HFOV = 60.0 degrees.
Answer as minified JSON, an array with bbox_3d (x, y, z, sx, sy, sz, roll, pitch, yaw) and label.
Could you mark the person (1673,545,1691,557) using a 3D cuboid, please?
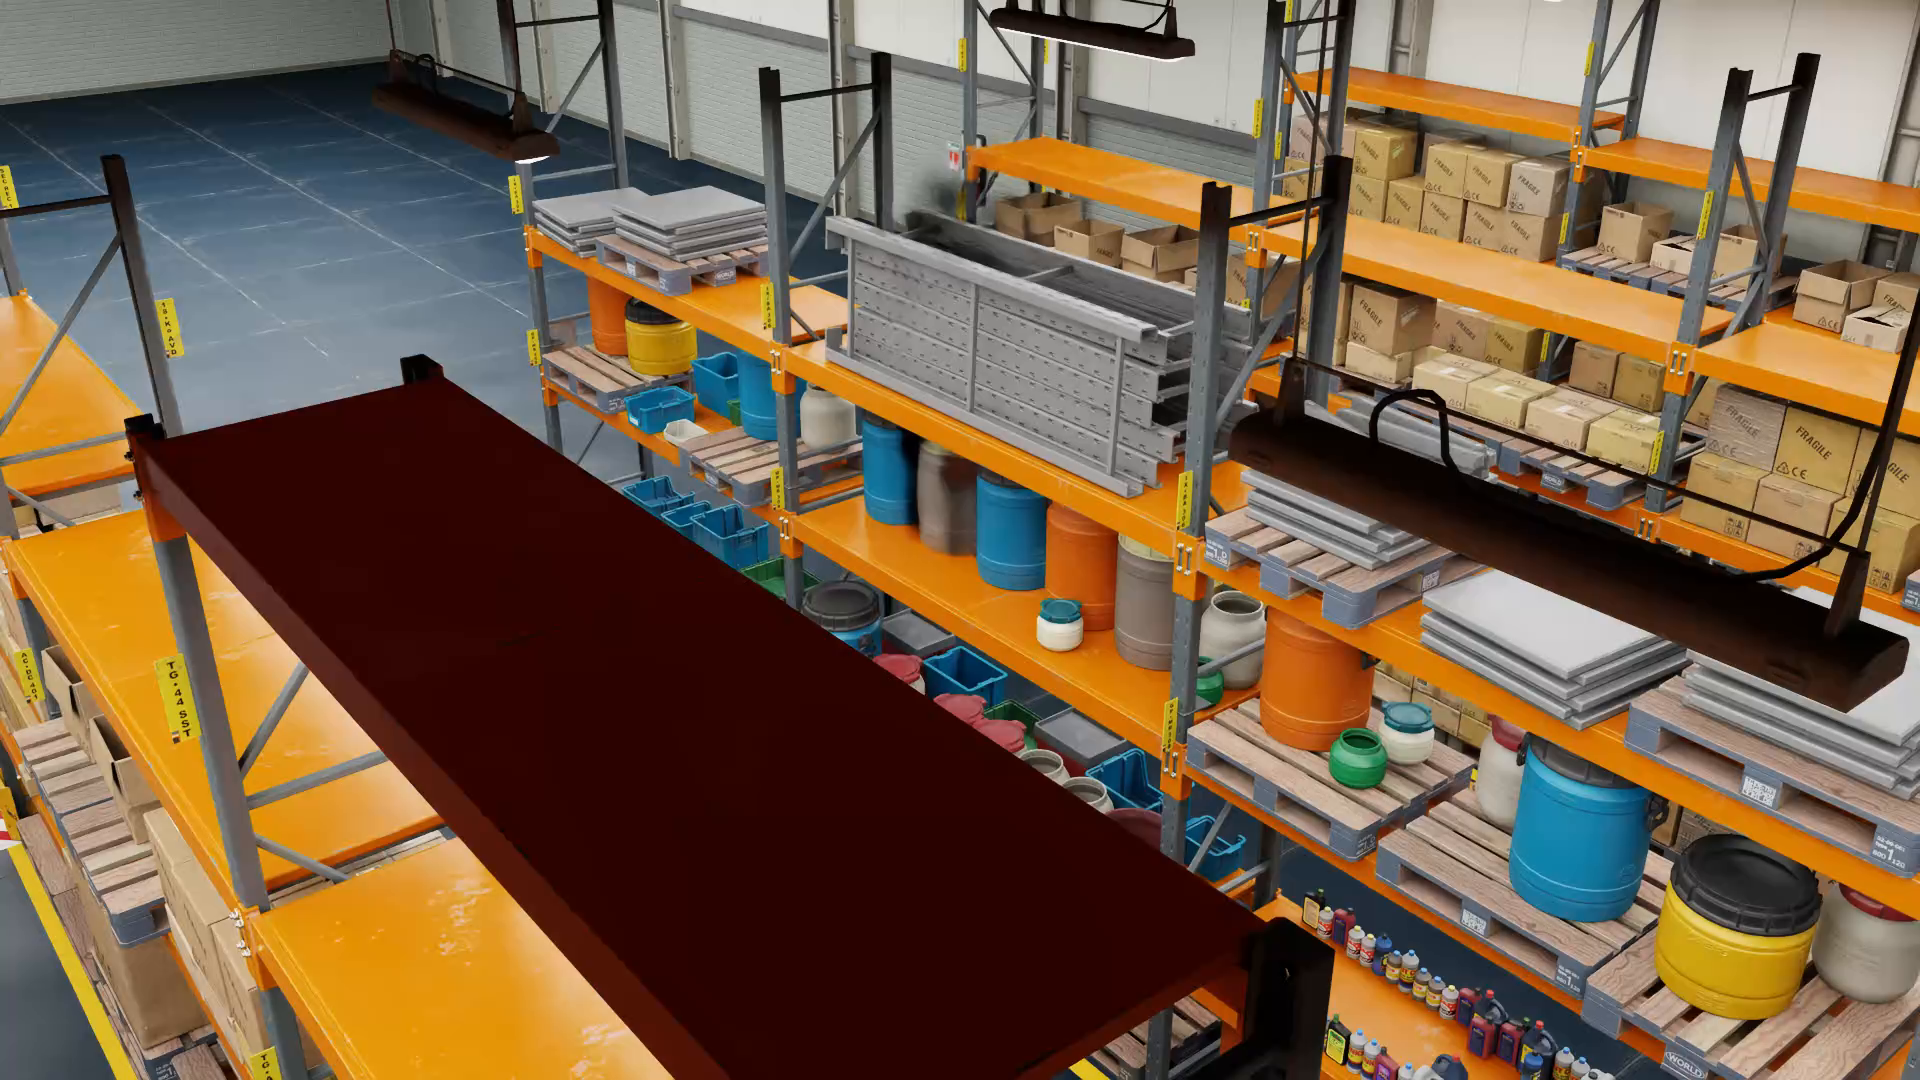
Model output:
[{"bbox_3d":[6.686,0.490,15.337,0.740,1.739,0.605,23,34,39],"label":"person"}]
